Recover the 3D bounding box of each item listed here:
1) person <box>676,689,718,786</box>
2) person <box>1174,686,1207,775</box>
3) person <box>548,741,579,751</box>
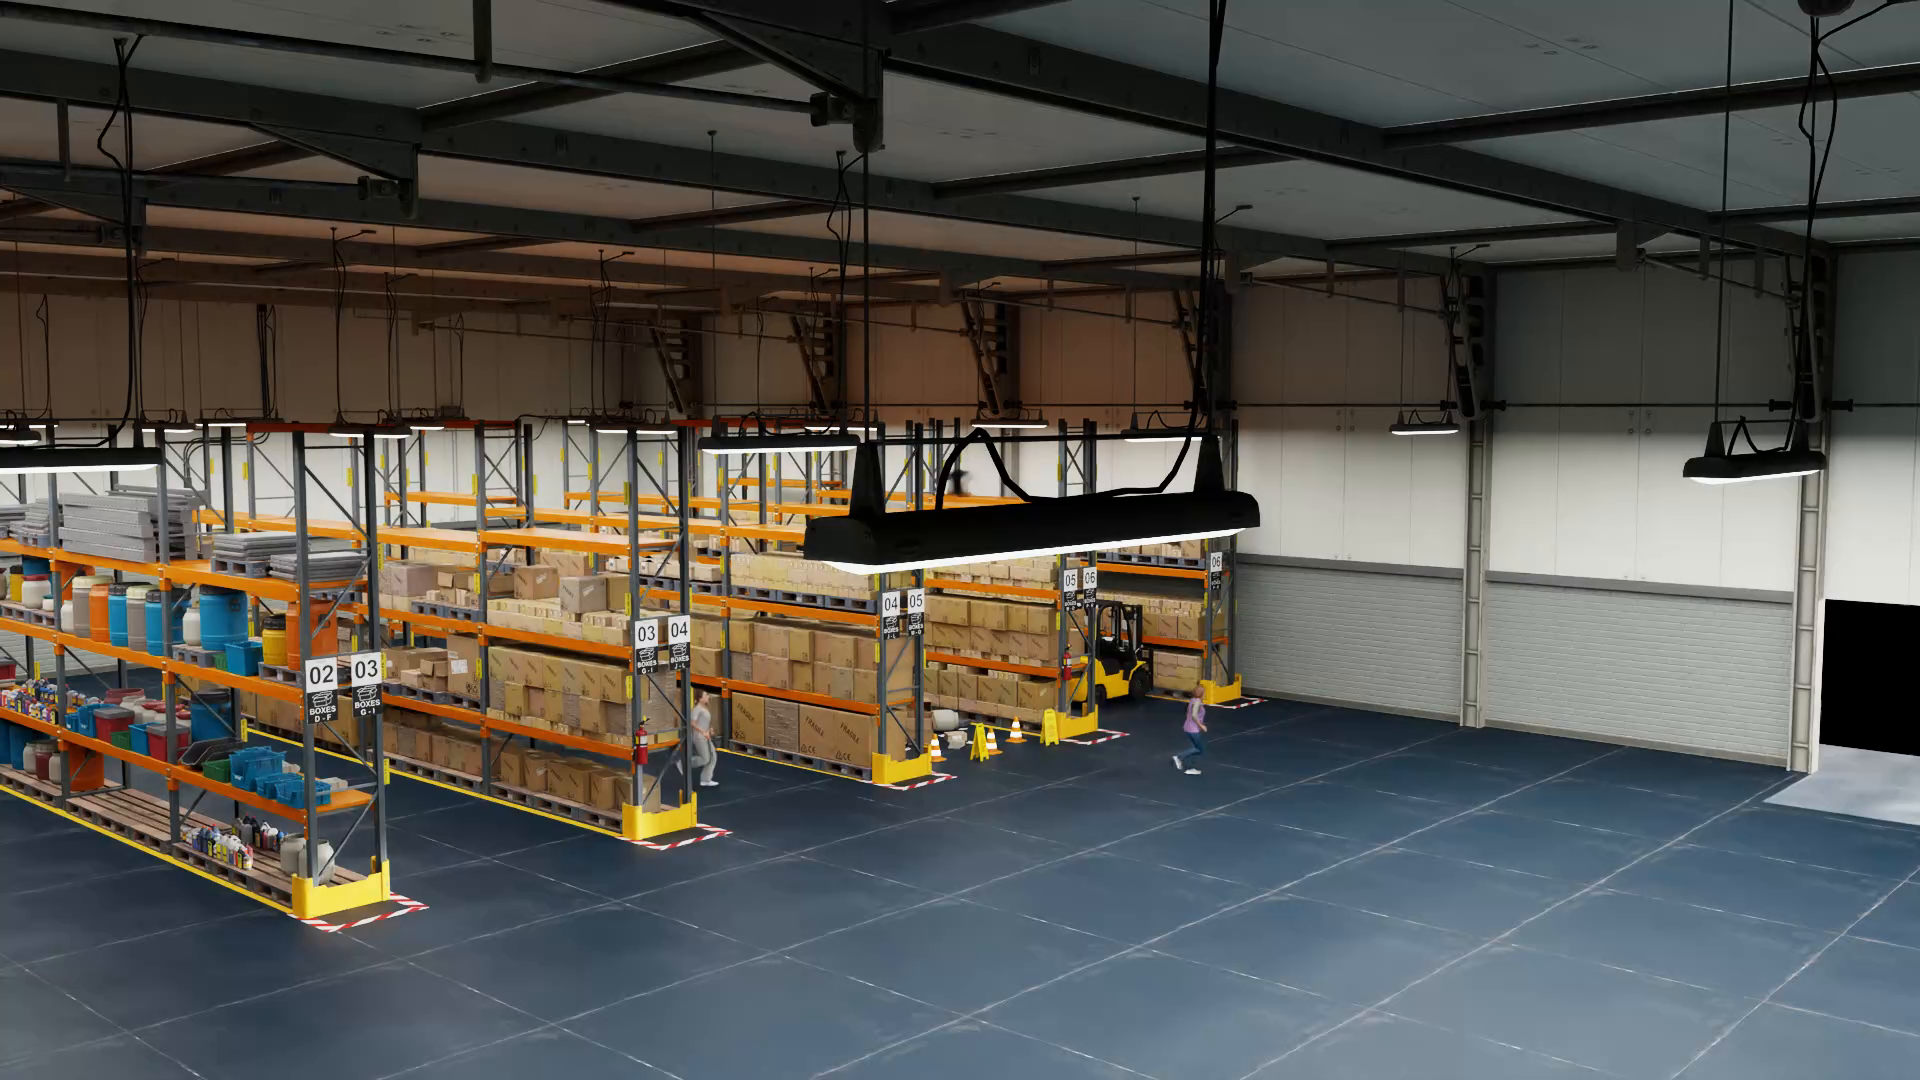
[{"bbox_3d":[-4.352,3.284,27.574,0.695,1.602,0.573,1,5,8],"label":"person"},{"bbox_3d":[3.935,3.265,28.417,0.582,1.511,0.540,0,5,-1],"label":"person"},{"bbox_3d":[-7.252,3.001,30.440,0.766,1.714,0.697,2,5,25],"label":"person"}]
